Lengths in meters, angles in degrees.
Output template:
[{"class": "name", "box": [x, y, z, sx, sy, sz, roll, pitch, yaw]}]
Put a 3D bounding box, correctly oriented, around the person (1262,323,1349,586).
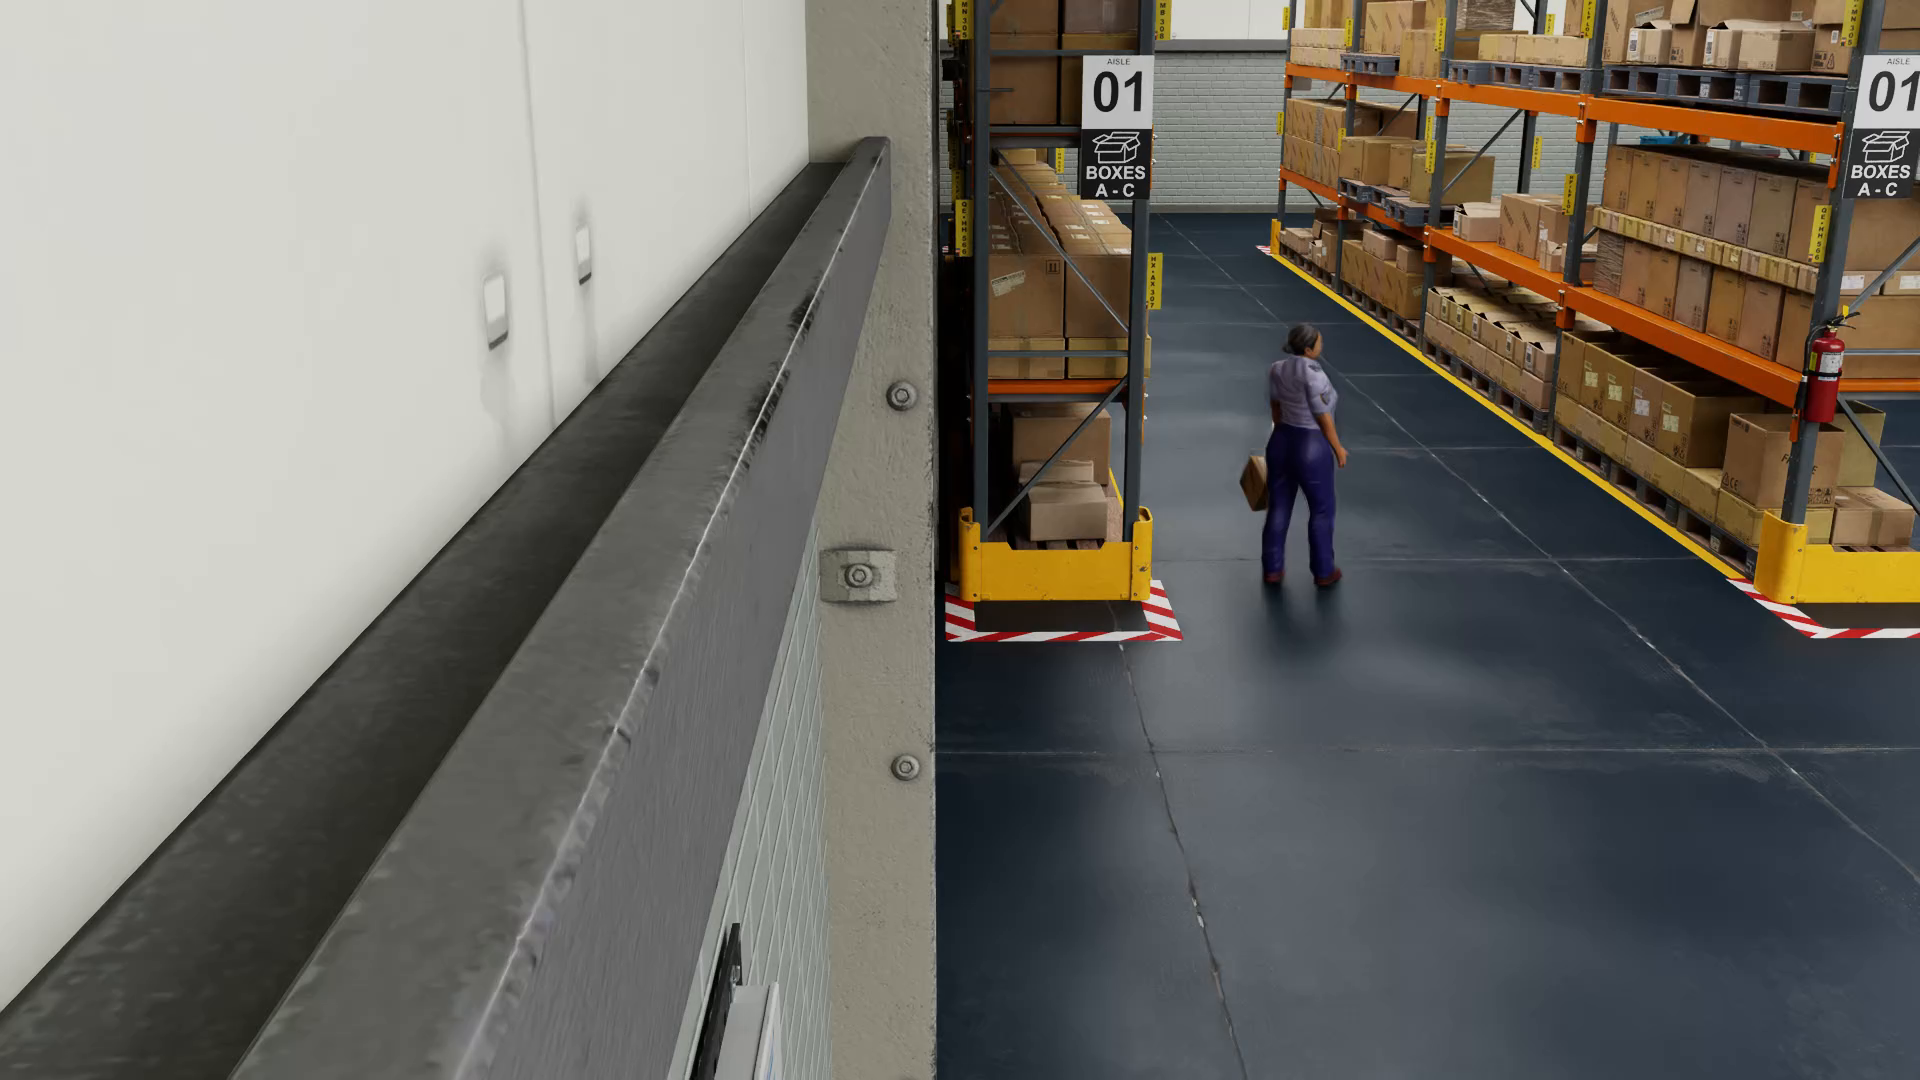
[{"class": "person", "box": [2.133, -0.528, 10.239, 0.505, 1.640, 0.493, -13, 22, -36]}]
